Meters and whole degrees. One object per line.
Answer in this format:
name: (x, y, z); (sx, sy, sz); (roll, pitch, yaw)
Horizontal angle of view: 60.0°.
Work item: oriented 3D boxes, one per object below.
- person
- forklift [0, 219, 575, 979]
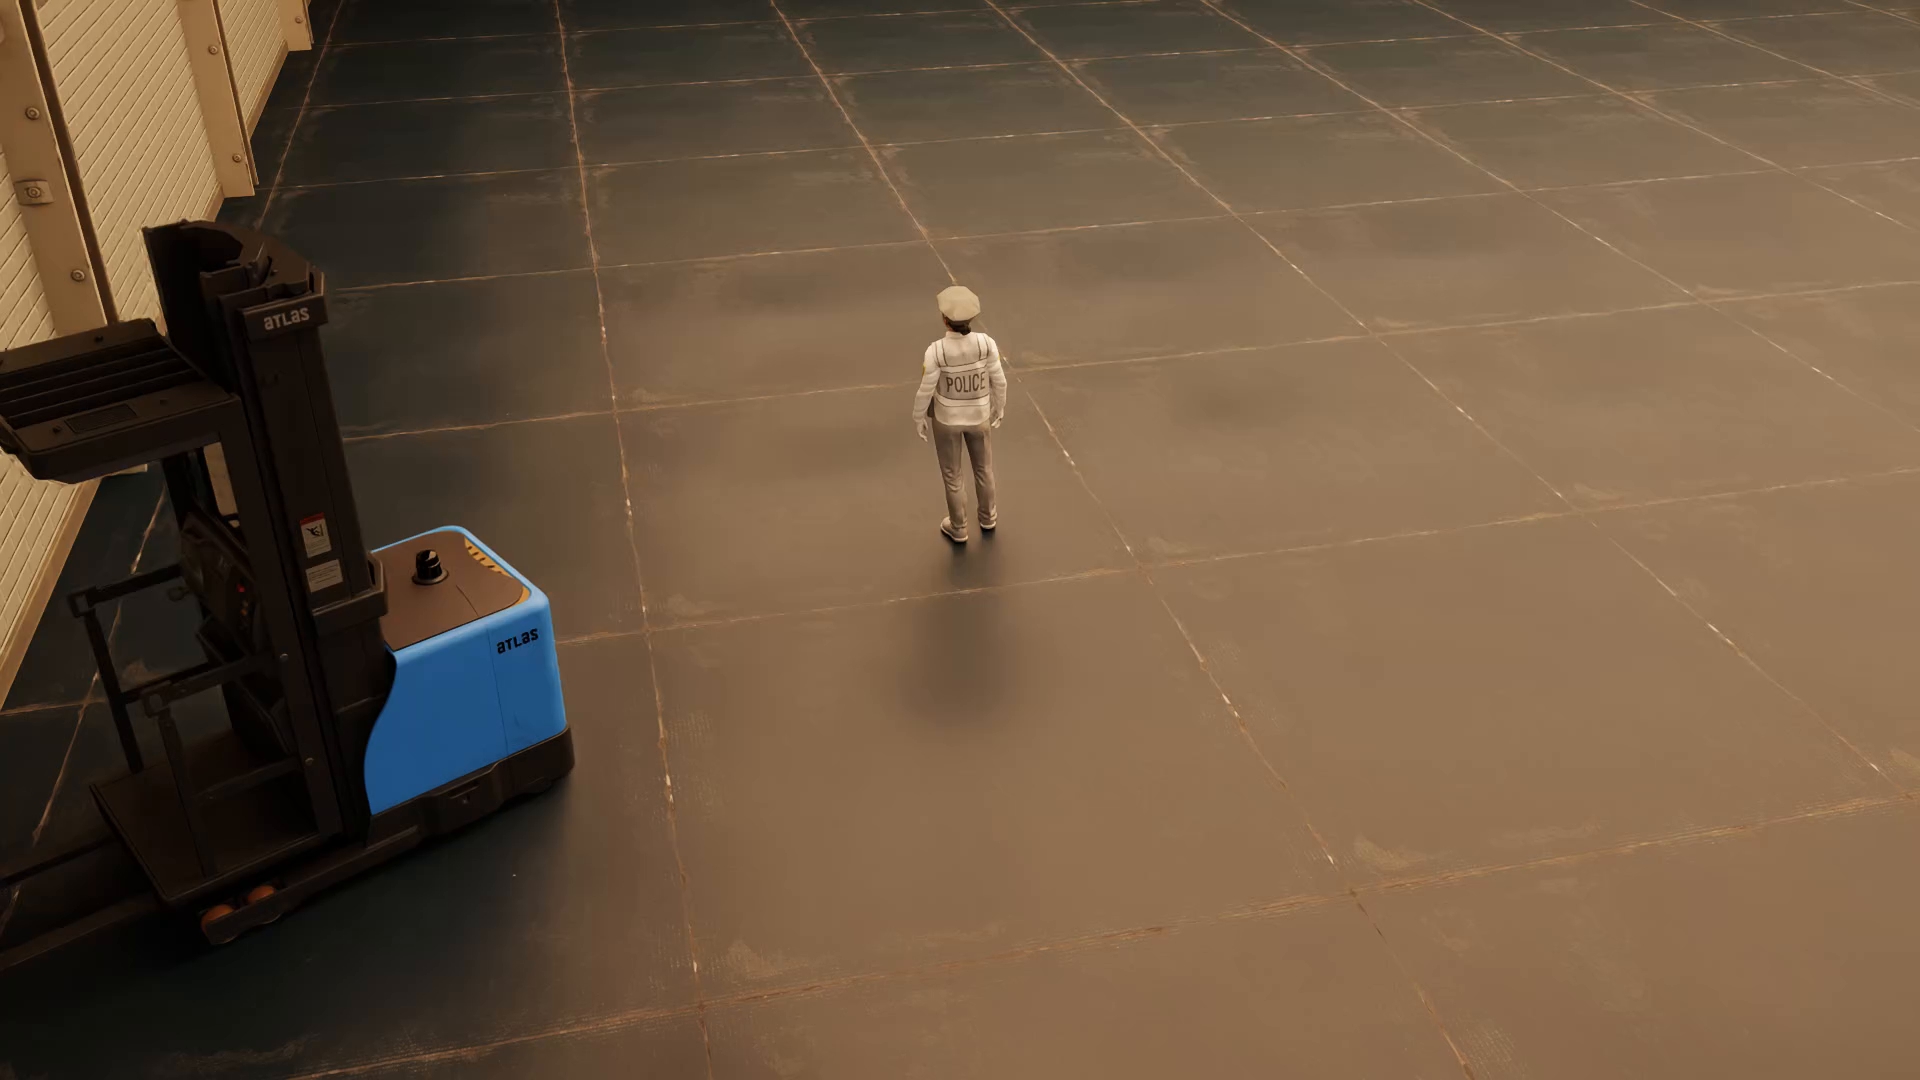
person: (-0.010, -0.773, 10.130); (0.587, 1.696, 0.534); (-7, 31, -12)
forklift: (-3.392, 0.228, 7.180); (3.031, 2.935, 1.130); (-23, 37, -34)
